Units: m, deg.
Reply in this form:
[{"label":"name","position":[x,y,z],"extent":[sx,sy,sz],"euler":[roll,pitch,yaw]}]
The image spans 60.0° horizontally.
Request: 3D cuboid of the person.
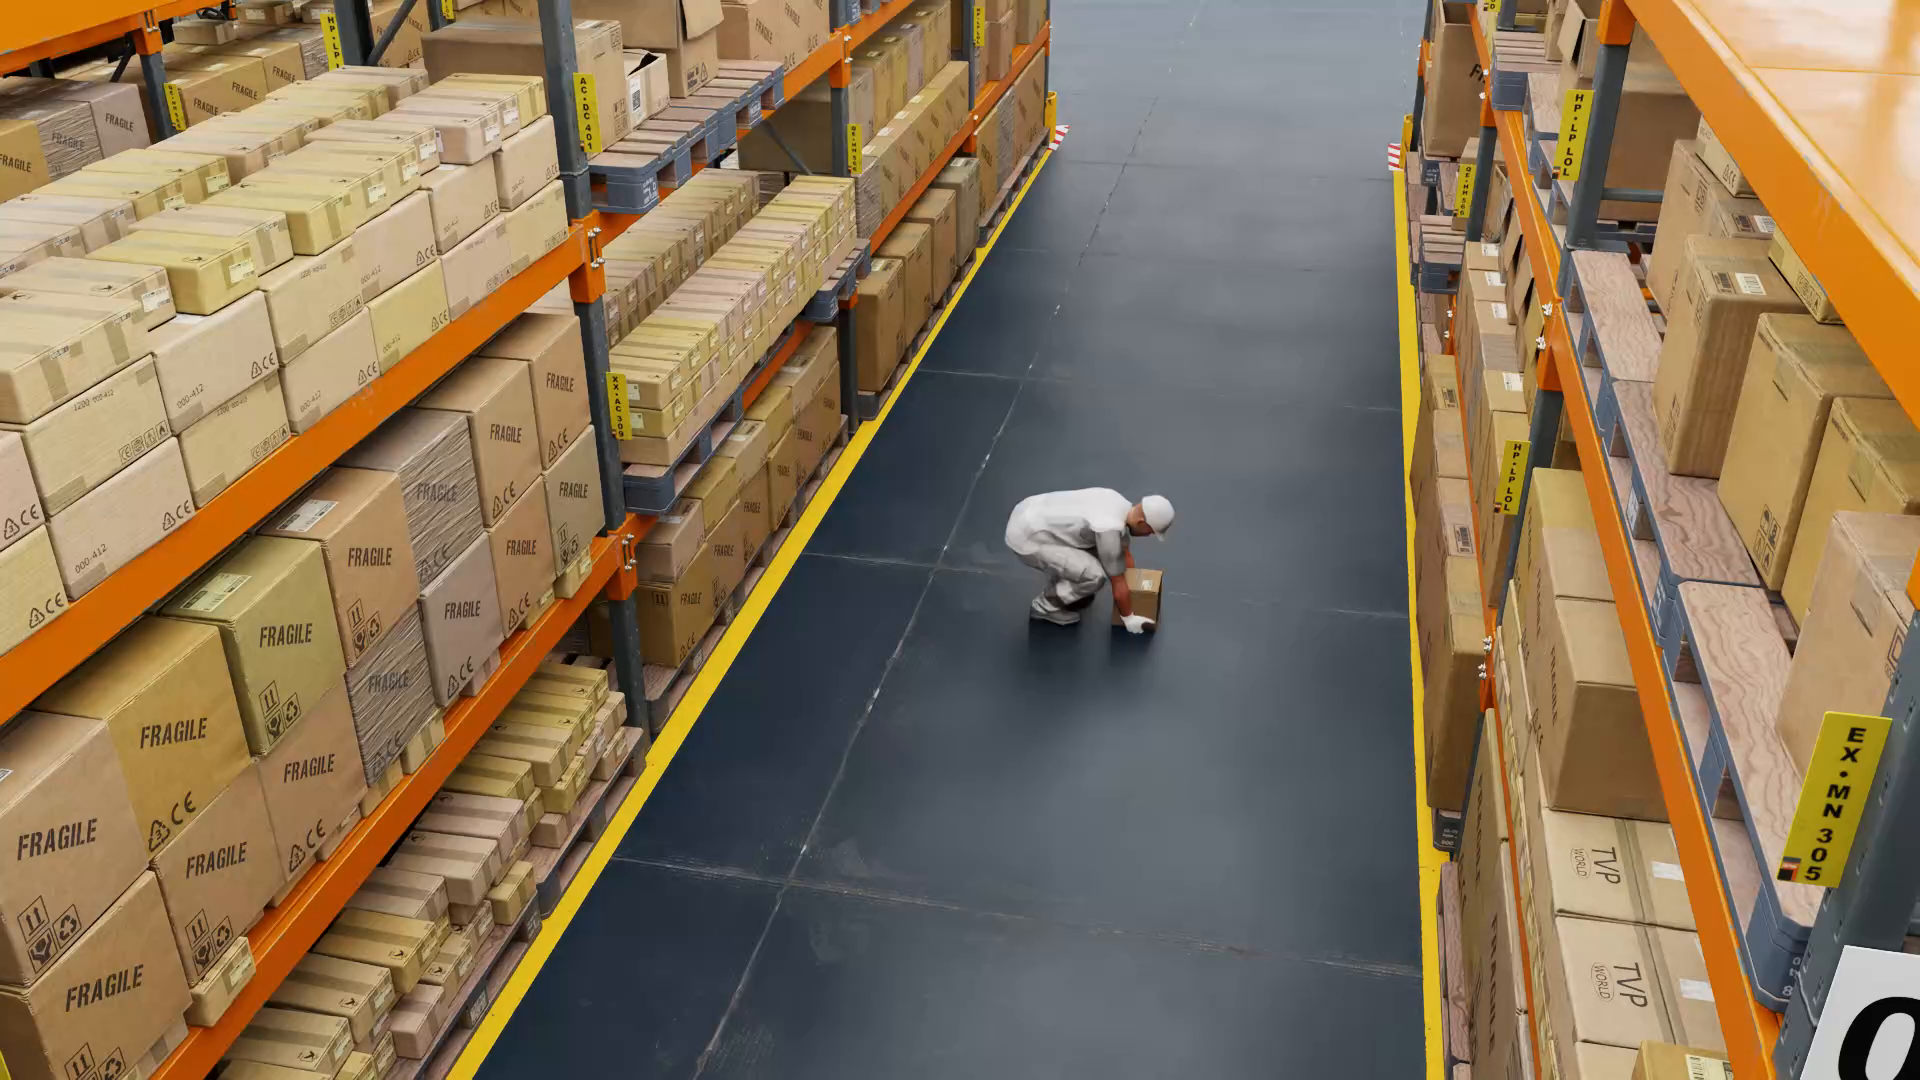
[{"label":"person","position":[0.732,0.093,9.529],"extent":[0.951,0.796,0.529],"euler":[5,29,9]}]
